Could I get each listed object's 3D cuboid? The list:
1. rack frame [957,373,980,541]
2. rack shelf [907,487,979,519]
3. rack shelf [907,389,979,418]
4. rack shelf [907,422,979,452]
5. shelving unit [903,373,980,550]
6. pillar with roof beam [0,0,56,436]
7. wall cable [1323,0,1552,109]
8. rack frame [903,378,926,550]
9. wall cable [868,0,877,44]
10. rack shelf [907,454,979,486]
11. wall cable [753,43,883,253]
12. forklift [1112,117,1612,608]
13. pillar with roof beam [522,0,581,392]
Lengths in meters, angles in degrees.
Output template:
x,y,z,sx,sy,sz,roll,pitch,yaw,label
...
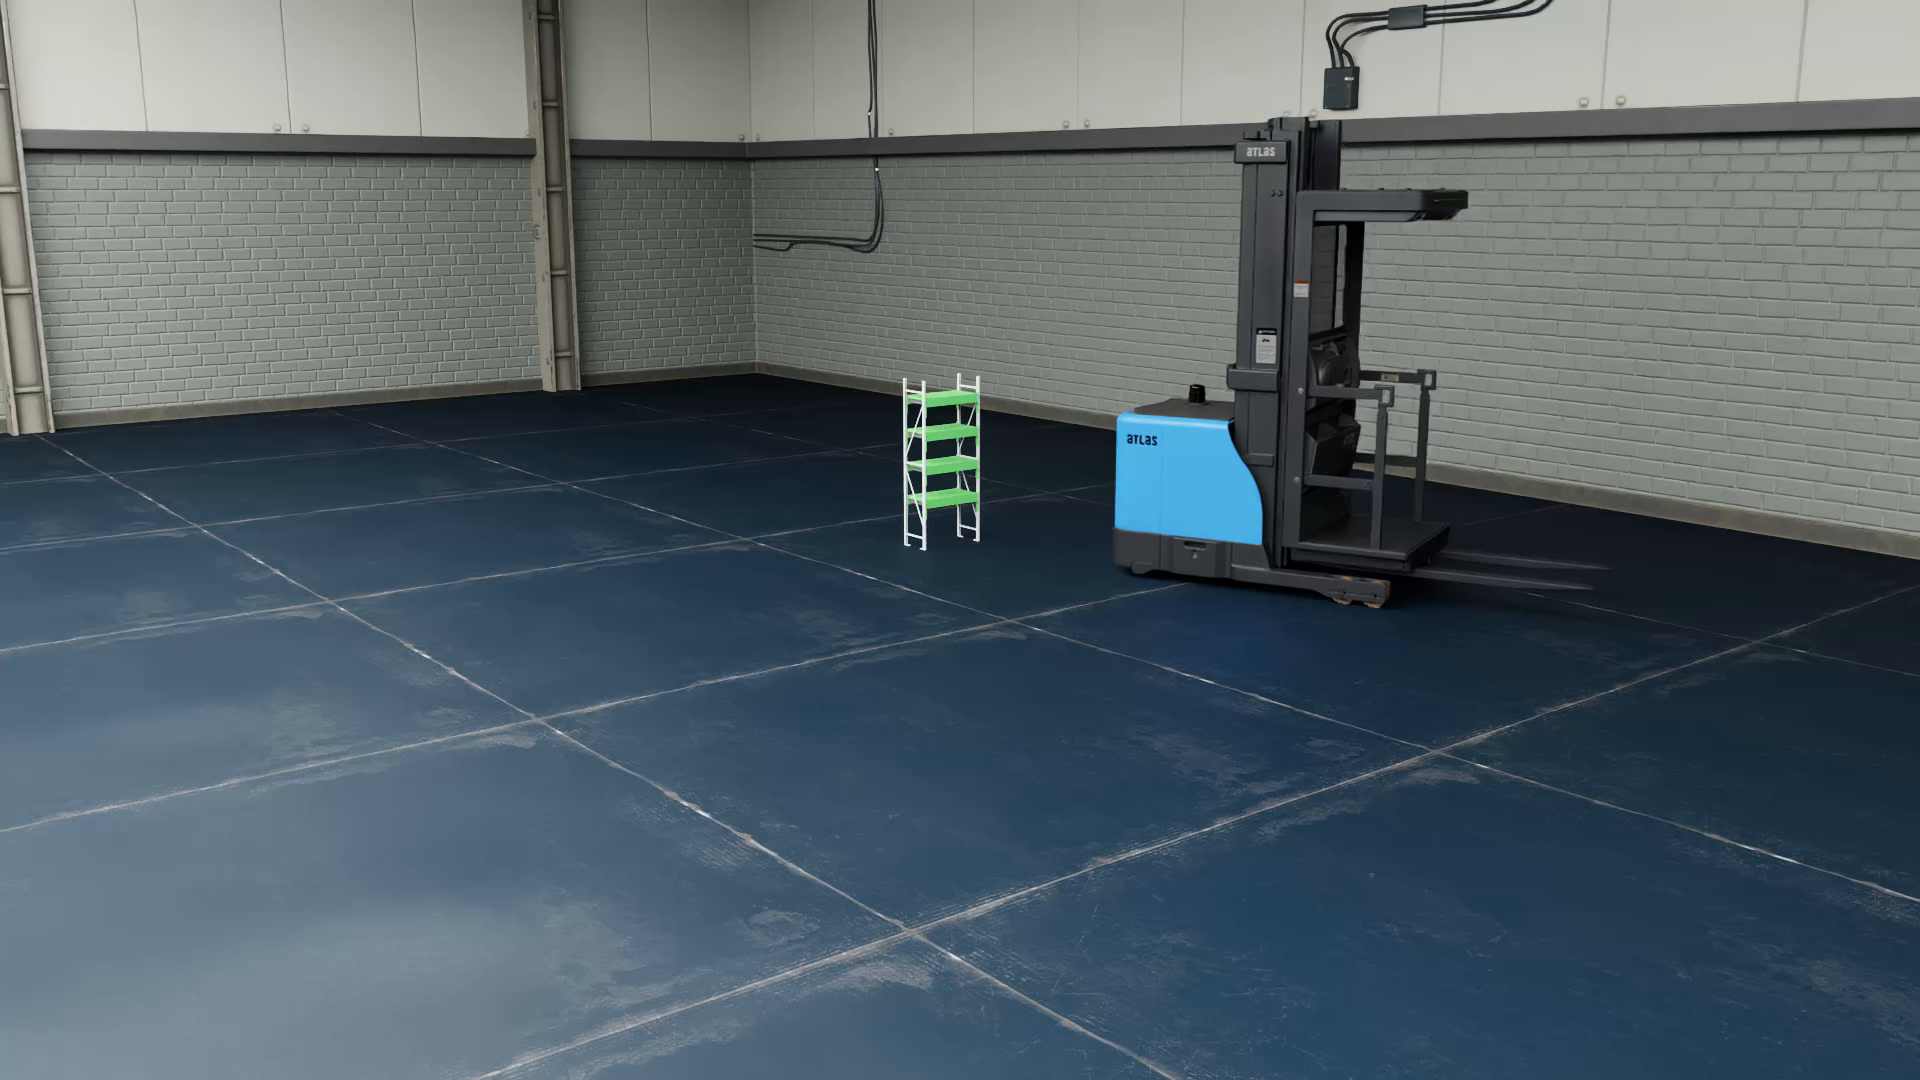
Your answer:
x,y,z,sx,sy,sz,roll,pitch,yaw,label
0.061,-0.597,12.052,0.015,1.200,0.240,-9,15,-38,rack frame
-0.129,-0.268,11.966,0.480,0.148,0.258,-9,15,-38,rack shelf
-0.129,-0.972,11.817,0.480,0.148,0.258,-9,15,-38,rack shelf
-0.129,-0.738,11.866,0.480,0.148,0.258,-9,15,-38,rack shelf
-0.129,-0.565,11.903,0.503,1.200,0.258,-9,15,-38,shelving unit
-7.054,-4.834,13.229,0.400,9.000,9.100,-9,15,-38,pillar with roof beam
3.986,-6.600,13.359,0.169,6.003,2.305,-9,15,-38,wall cable
-0.320,-0.534,11.754,0.015,1.200,0.240,-9,15,-38,rack frame
-0.242,-6.991,18.705,0.112,2.526,3.097,-9,15,-38,wall cable
-0.129,-0.503,11.916,0.480,0.148,0.258,-9,15,-38,rack shelf
-1.932,-4.960,21.296,0.112,2.526,3.097,-9,15,-38,wall cable
2.548,-1.144,10.458,3.031,2.935,1.130,7,14,29,forklift
-2.369,-5.612,16.895,0.400,9.000,9.100,-9,15,-38,pillar with roof beam
